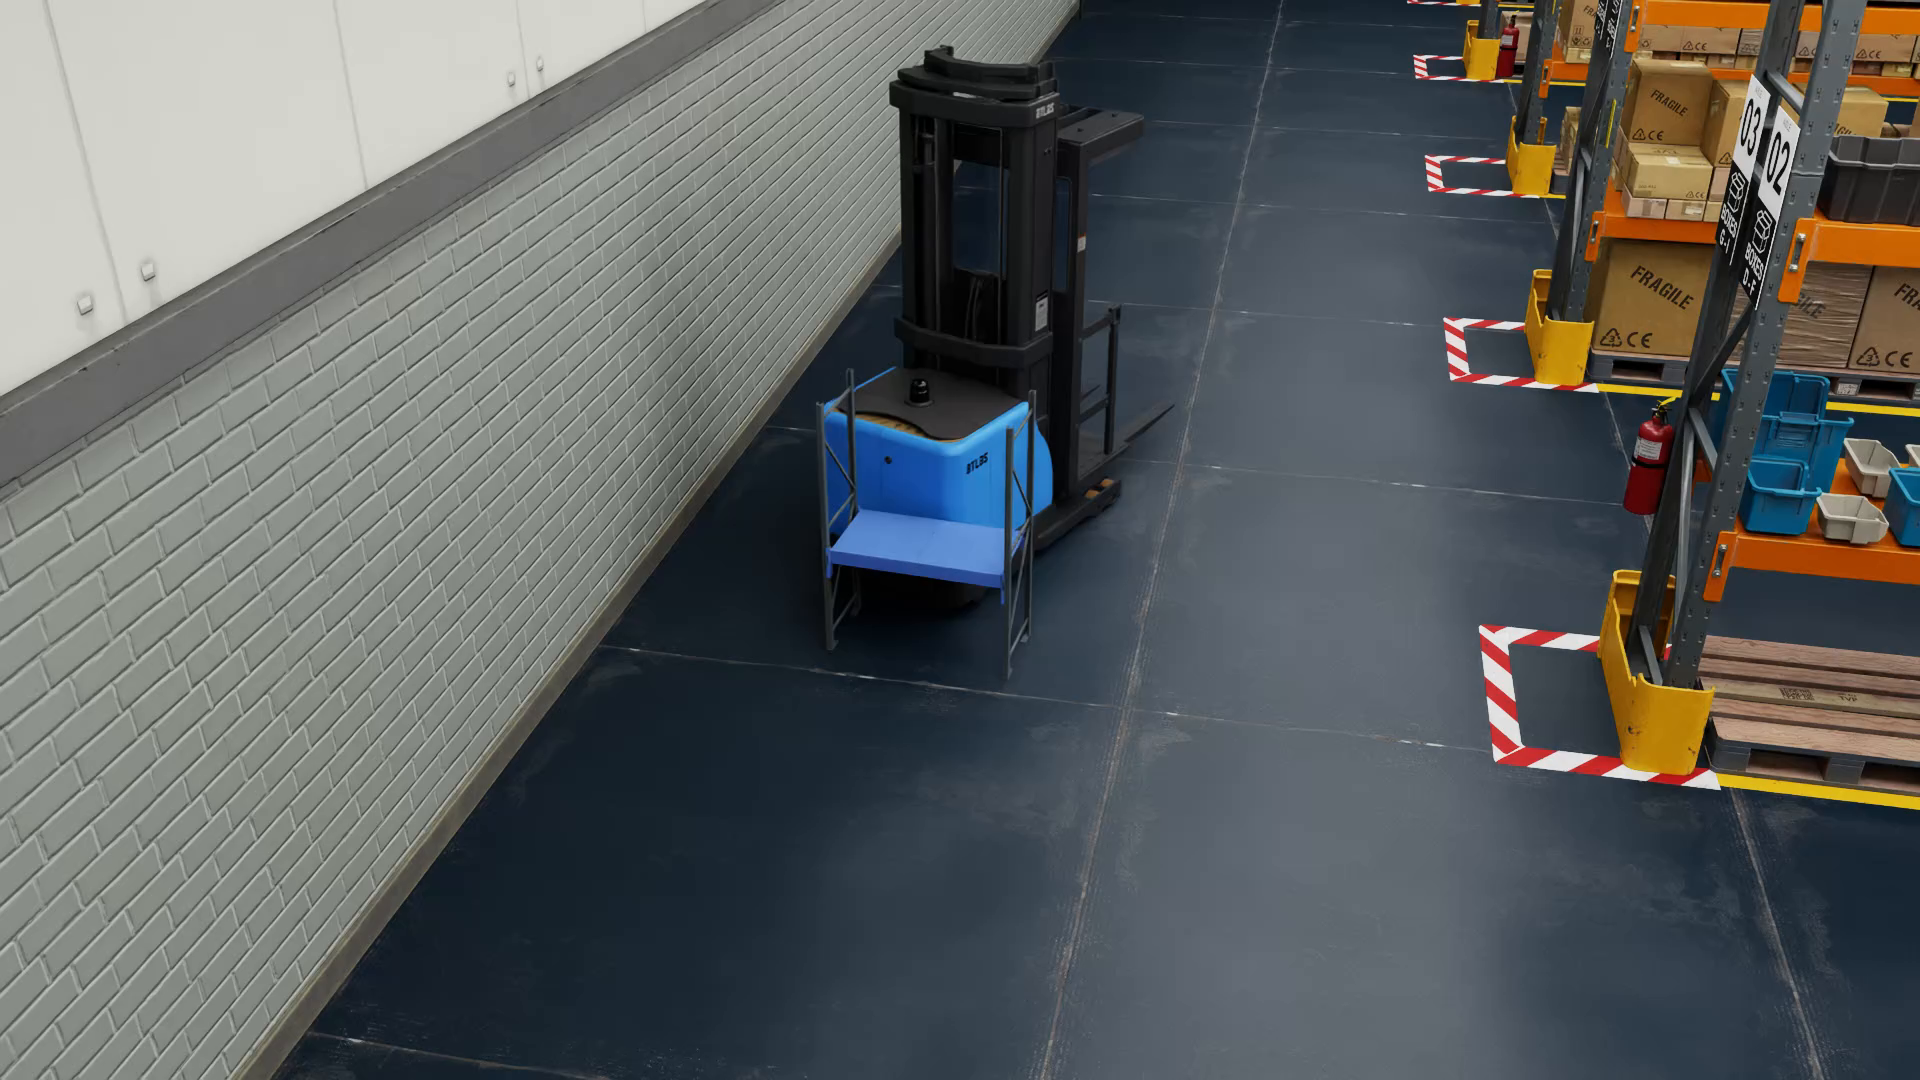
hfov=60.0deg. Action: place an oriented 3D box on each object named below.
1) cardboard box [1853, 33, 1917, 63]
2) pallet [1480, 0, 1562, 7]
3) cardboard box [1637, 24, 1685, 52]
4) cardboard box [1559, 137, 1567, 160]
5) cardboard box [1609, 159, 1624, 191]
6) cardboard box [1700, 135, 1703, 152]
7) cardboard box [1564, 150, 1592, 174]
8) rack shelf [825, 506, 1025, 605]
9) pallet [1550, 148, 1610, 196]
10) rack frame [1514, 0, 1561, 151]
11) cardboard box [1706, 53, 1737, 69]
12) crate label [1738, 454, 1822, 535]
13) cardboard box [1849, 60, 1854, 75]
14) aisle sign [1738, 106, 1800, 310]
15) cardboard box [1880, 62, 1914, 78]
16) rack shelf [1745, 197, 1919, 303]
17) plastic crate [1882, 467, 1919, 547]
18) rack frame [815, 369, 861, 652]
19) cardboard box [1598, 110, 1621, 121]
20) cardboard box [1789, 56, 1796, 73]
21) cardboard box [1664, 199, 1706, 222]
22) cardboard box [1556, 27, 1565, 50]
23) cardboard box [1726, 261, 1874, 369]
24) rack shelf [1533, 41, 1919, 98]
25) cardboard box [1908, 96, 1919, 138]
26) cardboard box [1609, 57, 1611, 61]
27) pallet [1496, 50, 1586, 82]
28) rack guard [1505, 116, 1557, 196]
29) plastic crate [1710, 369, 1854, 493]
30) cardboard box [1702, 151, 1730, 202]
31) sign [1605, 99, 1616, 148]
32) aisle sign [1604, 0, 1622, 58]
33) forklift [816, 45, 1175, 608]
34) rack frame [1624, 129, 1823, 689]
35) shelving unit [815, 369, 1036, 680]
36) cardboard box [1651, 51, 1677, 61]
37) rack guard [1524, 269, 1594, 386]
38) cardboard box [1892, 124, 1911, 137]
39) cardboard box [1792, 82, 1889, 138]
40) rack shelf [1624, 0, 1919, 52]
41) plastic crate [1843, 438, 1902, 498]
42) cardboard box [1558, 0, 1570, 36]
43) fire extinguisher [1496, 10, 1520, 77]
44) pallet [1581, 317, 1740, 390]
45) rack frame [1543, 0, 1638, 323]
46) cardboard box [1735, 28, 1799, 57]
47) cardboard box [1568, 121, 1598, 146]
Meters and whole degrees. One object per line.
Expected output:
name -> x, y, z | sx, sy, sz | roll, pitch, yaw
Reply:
cardboard box -> 8.676, -4.819, 15.676 | 0.500, 0.500, 0.500 | 5, 29, 9
pallet -> 8.625, -8.433, 25.596 | 1.213, 0.211, 1.003 | 6, 29, 11
cardboard box -> 6.713, -5.035, 16.071 | 0.500, 0.500, 0.500 | 6, 29, 11
cardboard box -> 6.362, -4.056, 17.228 | 0.250, 0.149, 0.380 | 6, 29, 11
cardboard box -> 5.086, -2.766, 12.603 | 0.250, 0.149, 0.380 | 6, 29, 12
cardboard box -> 5.694, -2.847, 12.336 | 0.500, 0.250, 0.500 | 5, 29, 10
cardboard box -> 6.249, -3.808, 16.775 | 0.250, 0.149, 0.380 | 6, 29, 12
rack shelf -> -0.173, 0.076, 9.087 | 1.000, 0.185, 0.538 | 8, 30, 14
pallet -> 6.665, -3.748, 17.038 | 1.213, 0.211, 1.003 | 6, 29, 11
rack frame -> 5.803, -5.077, 16.562 | 0.127, 3.000, 1.000 | 6, 29, 11
cardboard box -> 7.339, -4.684, 16.105 | 0.250, 0.149, 0.380 | 5, 29, 10
crate label -> 3.807, -0.205, 7.775 | 0.303, 0.233, 0.416 | 6, 29, 11
cardboard box -> 8.345, -4.564, 15.887 | 0.250, 0.149, 0.380 | 5, 29, 8
aisle sign -> 3.502, -1.440, 7.211 | 0.004, 0.787, 0.394 | 6, 29, 11
cardboard box -> 8.863, -4.514, 15.795 | 0.250, 0.149, 0.380 | 7, 29, 13
rack shelf -> 5.590, -1.231, 7.163 | 4.000, 0.370, 1.077 | 6, 29, 11
plastic crate -> 4.451, -0.139, 7.654 | 0.300, 0.233, 0.416 | 6, 29, 11
rack frame -> -0.661, -0.151, 9.127 | 0.032, 1.500, 0.500 | 8, 30, 14
cardboard box -> 6.608, -4.285, 17.028 | 0.250, 0.149, 0.380 | 6, 29, 12
cardboard box -> 7.843, -4.607, 15.966 | 0.250, 0.149, 0.380 | 6, 29, 12
cardboard box -> 5.198, -2.432, 11.992 | 0.250, 0.149, 0.380 | 5, 29, 10
cardboard box -> 6.181, -5.067, 16.805 | 0.250, 0.149, 0.380 | 6, 29, 11
cardboard box -> 6.201, -1.892, 12.520 | 0.875, 0.875, 0.875 | 6, 29, 11
rack shelf -> 7.759, -4.561, 16.368 | 4.000, 0.370, 1.077 | 6, 29, 11
cardboard box -> 7.176, -3.021, 11.873 | 0.500, 0.500, 0.500 | 5, 29, 9
cardboard box -> 6.309, -4.774, 16.270 | 0.250, 0.149, 0.380 | 7, 29, 12
pallet -> 7.537, -6.145, 21.417 | 1.213, 0.211, 1.003 | 6, 29, 11
rack guard -> 5.878, -3.973, 17.148 | 0.348, 0.500, 1.175 | 6, 29, 11
plastic crate -> 4.001, -0.528, 8.153 | 0.499, 0.435, 0.616 | 6, 29, 11
cardboard box -> 5.592, -2.598, 11.881 | 0.500, 0.250, 0.500 | 6, 29, 10
sign -> 4.547, -2.912, 11.624 | 0.005, 0.325, 0.100 | 6, 29, 11
aisle sign -> 4.536, -3.764, 11.457 | 0.004, 0.787, 0.394 | 6, 29, 11
forklift -> 0.395, -1.557, 10.203 | 1.130, 2.935, 3.031 | 18, 33, 30
rack frame -> 3.634, -0.432, 8.077 | 0.127, 3.000, 1.000 | 6, 29, 11
shelving unit -> -0.173, -0.082, 9.000 | 1.048, 1.500, 0.538 | 8, 30, 14
cardboard box -> 6.843, -4.760, 16.245 | 0.250, 0.149, 0.380 | 7, 30, 13
rack guard -> 4.645, -1.664, 12.930 | 0.348, 0.500, 1.175 | 6, 29, 11
cardboard box -> 9.422, -4.002, 16.511 | 0.250, 0.149, 0.380 | 7, 29, 13
cardboard box -> 6.079, -2.877, 11.609 | 0.500, 0.500, 0.500 | 5, 29, 9
rack shelf -> 6.625, -3.557, 11.412 | 4.000, 0.370, 1.077 | 6, 29, 11
plastic crate -> 4.470, -0.346, 8.132 | 0.243, 0.136, 0.396 | 6, 29, 11
cardboard box -> 6.297, -5.327, 16.605 | 0.500, 0.500, 0.500 | 6, 29, 12
fire extinguisher -> 5.653, -5.121, 17.112 | 0.183, 0.674, 0.296 | 6, 29, 11
pallet -> 5.467, -1.491, 12.916 | 1.213, 0.211, 1.003 | 6, 29, 11
rack frame -> 4.669, -2.758, 12.326 | 0.127, 3.000, 1.000 | 6, 29, 11
cardboard box -> 7.690, -4.931, 15.882 | 0.500, 0.500, 0.500 | 5, 29, 9
cardboard box -> 6.245, -4.059, 16.615 | 0.250, 0.149, 0.380 | 5, 29, 8
